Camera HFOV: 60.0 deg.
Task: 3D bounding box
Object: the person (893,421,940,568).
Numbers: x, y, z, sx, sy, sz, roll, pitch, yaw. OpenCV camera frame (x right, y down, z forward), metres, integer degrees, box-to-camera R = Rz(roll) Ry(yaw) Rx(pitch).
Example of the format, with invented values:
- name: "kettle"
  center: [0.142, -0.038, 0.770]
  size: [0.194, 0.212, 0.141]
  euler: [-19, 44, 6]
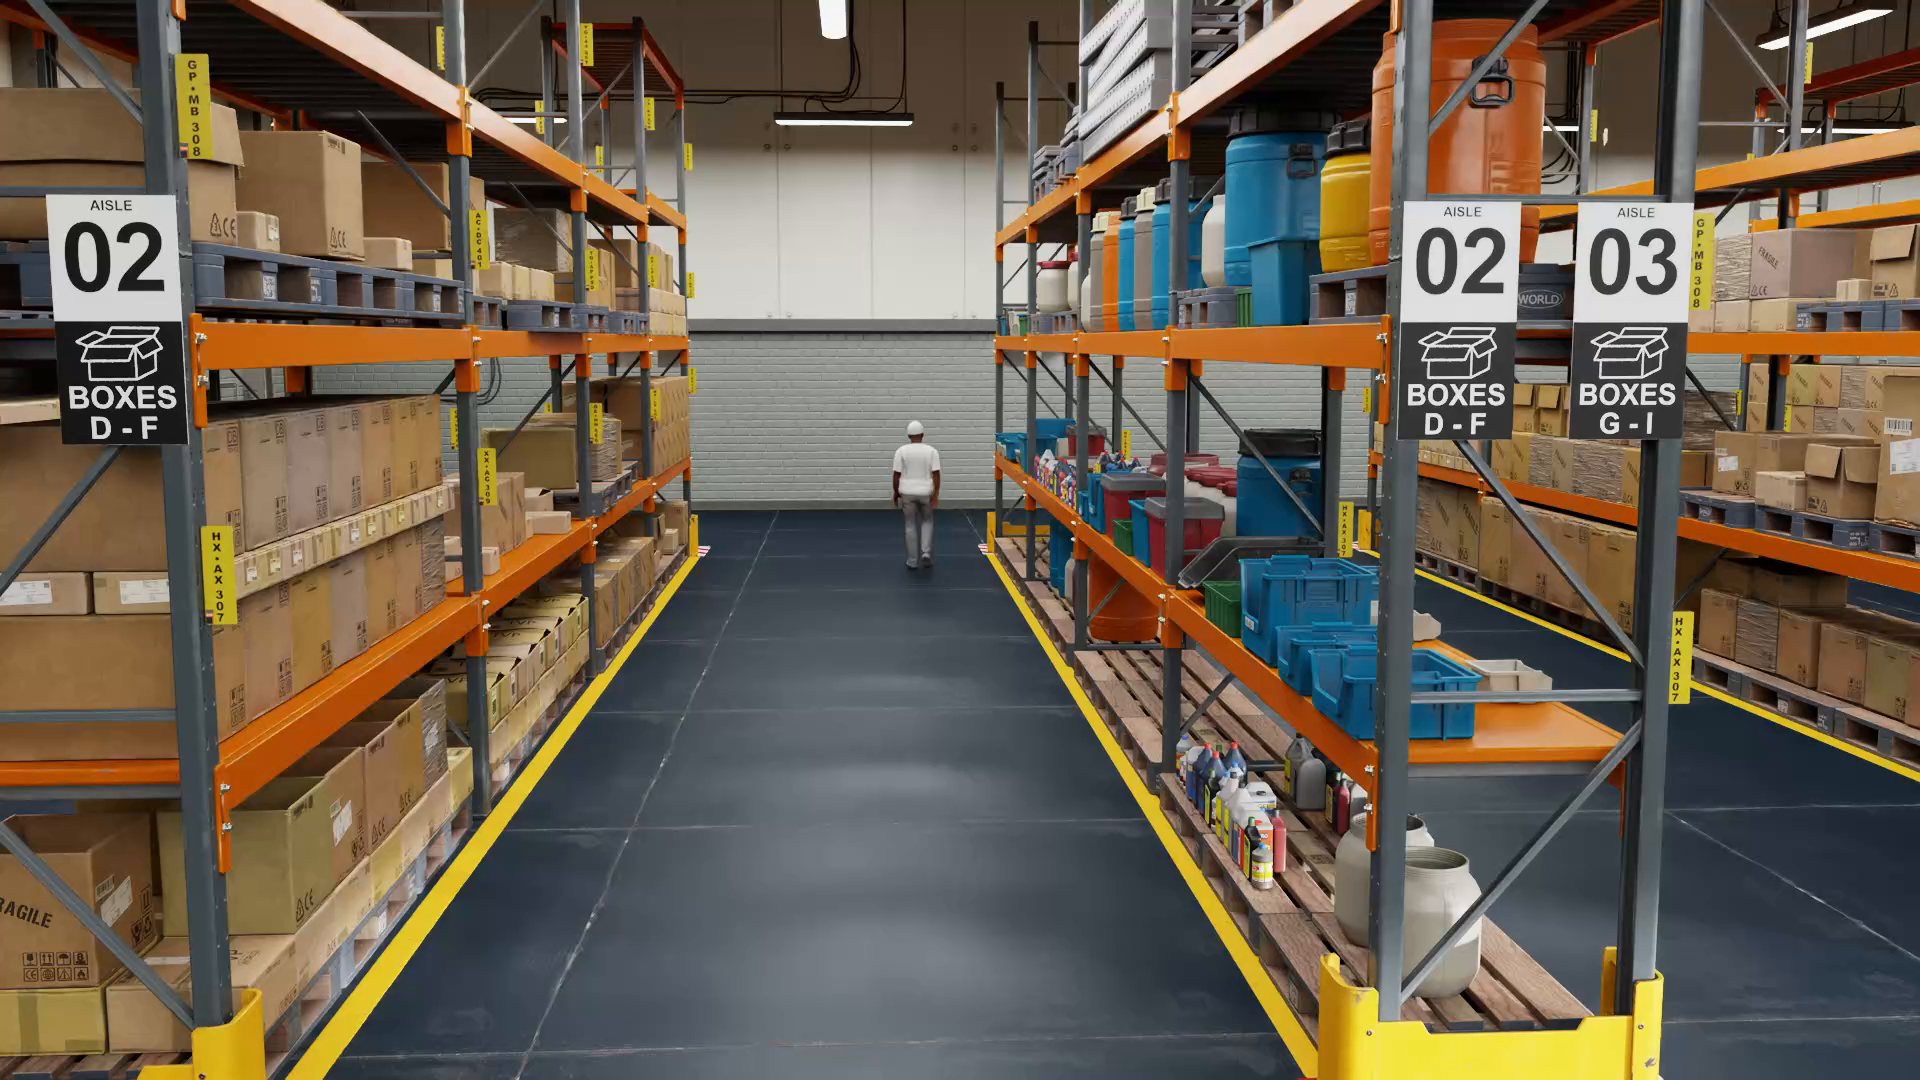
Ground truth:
- name: "person"
  center: [-0.530, -0.536, 20.122]
  size: [0.566, 1.812, 0.481]
  euler: [-1, 7, -6]
